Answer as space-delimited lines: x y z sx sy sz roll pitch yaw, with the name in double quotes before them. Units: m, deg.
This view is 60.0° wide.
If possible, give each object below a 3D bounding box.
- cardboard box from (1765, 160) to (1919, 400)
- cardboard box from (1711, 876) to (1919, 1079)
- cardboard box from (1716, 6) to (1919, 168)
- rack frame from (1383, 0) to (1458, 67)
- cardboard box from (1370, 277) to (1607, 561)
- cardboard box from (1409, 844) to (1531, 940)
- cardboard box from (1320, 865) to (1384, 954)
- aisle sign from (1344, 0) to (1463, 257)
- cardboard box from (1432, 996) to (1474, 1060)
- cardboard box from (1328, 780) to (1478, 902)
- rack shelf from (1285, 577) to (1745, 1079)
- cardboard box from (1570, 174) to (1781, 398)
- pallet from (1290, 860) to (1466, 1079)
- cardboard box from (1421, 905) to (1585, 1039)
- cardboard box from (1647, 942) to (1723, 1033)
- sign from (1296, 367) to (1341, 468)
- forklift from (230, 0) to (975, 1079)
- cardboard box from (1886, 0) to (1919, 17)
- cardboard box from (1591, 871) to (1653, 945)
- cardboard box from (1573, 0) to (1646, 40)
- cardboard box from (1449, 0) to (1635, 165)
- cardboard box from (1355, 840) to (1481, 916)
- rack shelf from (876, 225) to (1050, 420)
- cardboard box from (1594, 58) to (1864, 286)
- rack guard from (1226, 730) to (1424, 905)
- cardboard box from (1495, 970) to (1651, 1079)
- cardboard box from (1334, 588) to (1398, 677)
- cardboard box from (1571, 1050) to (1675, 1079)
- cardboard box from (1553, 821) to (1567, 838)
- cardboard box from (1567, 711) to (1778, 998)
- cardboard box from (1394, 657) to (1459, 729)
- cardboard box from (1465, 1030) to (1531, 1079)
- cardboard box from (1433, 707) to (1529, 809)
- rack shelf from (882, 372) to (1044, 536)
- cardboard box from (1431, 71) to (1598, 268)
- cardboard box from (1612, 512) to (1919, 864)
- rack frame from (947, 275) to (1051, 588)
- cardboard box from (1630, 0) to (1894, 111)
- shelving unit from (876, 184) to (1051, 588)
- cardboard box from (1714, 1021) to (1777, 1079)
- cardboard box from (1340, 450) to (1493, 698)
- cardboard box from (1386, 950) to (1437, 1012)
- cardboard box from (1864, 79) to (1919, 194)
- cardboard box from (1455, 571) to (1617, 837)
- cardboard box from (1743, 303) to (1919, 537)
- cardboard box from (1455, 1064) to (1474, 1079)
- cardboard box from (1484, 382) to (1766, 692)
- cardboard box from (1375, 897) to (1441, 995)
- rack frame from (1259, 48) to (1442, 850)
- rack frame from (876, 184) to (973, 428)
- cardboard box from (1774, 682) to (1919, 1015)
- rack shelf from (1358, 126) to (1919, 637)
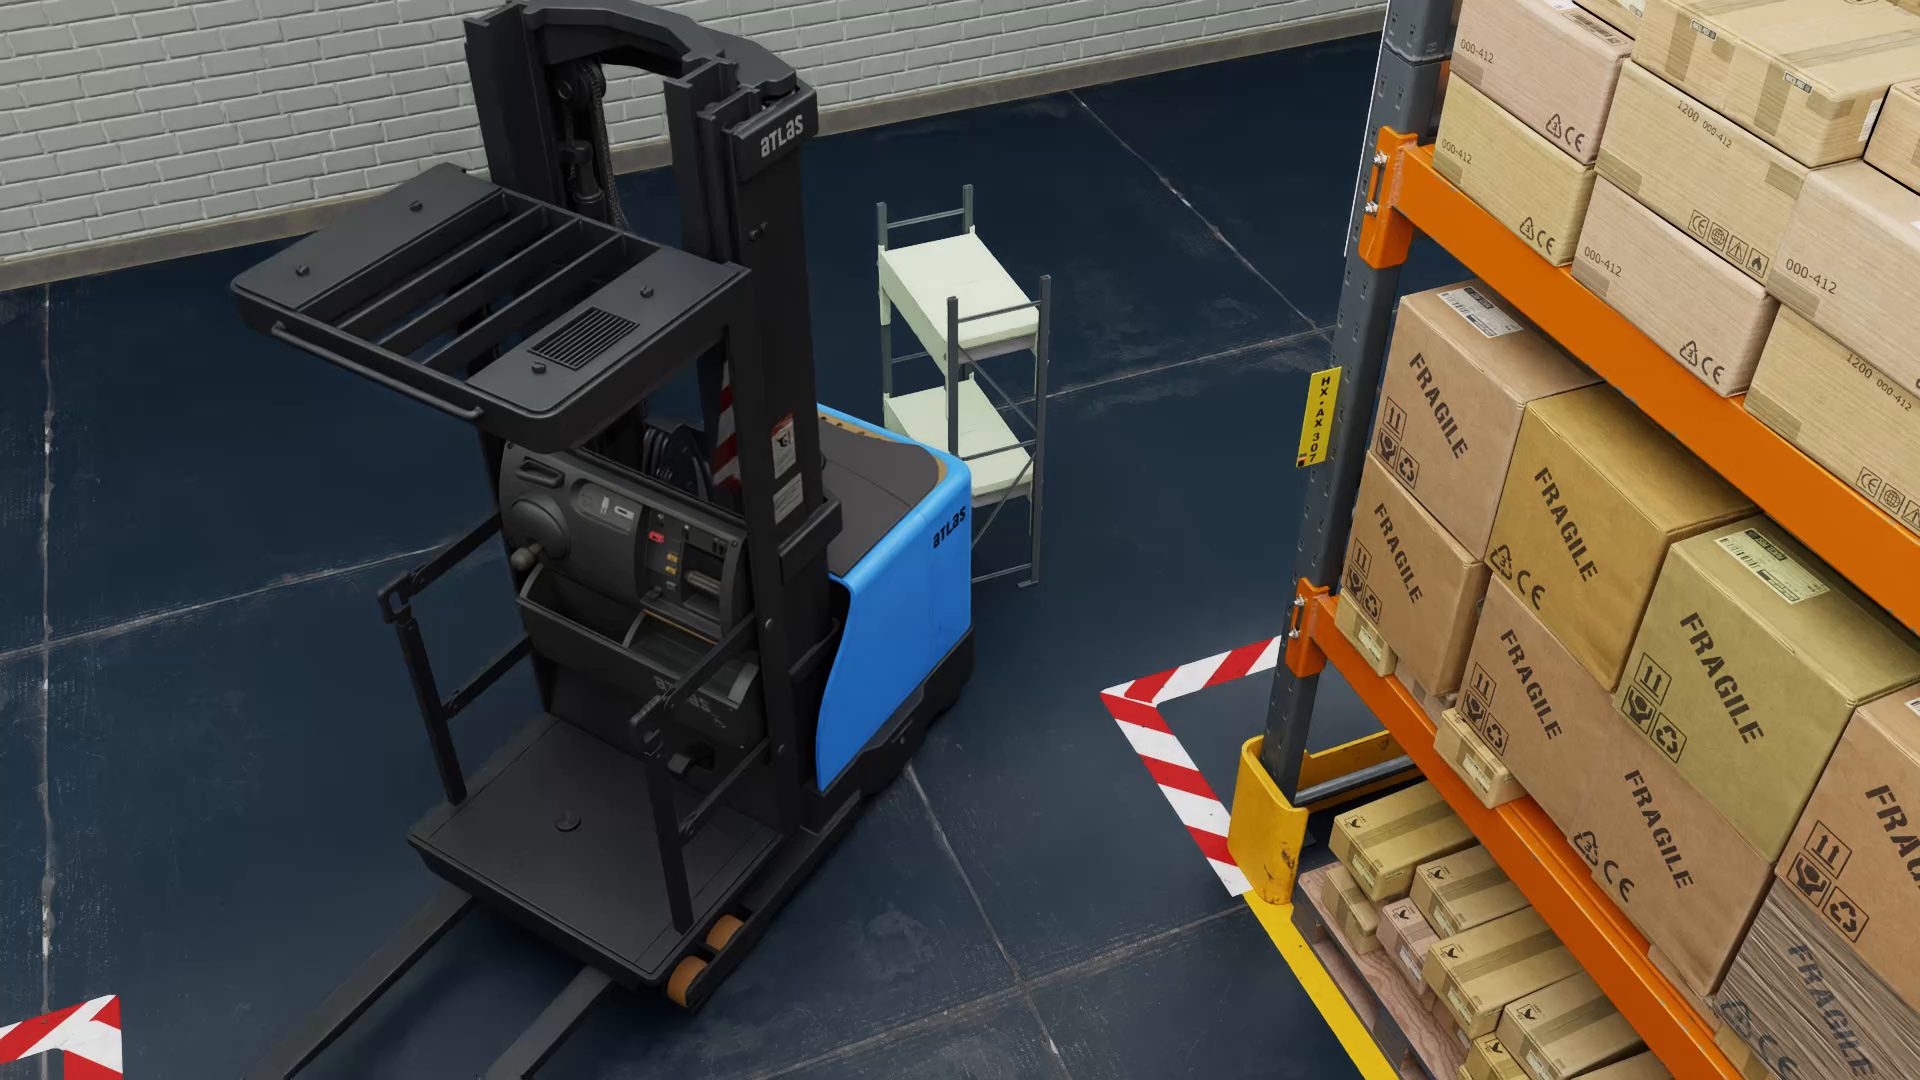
"cardboard box" 1.825 -0.470 2.927 0.500 0.250 0.500 -15 43 -16
"cardboard box" 2.035 0.958 3.531 0.500 0.500 0.500 -16 43 -18
"cardboard box" 1.637 -0.833 3.044 0.380 0.149 0.250 -15 43 -16
"rack frame" 1.514 -2.425 3.168 1.000 3.000 0.127 -15 43 -17
"cardboard box" 1.441 -0.344 4.277 0.500 0.500 0.500 -15 43 -17
"cardboard box" 1.617 1.082 5.099 0.380 0.149 0.250 -14 43 -16
"cardboard box" 1.419 1.167 5.457 0.380 0.149 0.250 -14 43 -16
"aisle sign" 1.209 -1.105 4.241 0.394 0.787 0.004 -15 43 -17
"cardboard box" 1.696 1.452 5.126 0.380 0.149 0.250 -15 43 -16
"cardboard box" 1.401 0.946 5.257 0.380 0.149 0.250 -17 44 -19
"rack shelf" 2.279 1.327 3.958 1.077 0.370 4.000 -15 43 -17
"cardboard box" 1.647 -0.578 3.436 0.500 0.250 0.500 -14 43 -15
"pallet" 1.821 1.451 5.401 1.003 0.211 1.213 -15 43 -17
"cardboard box" 1.595 1.266 4.886 0.380 0.149 0.250 -15 43 -17
"cardboard box" 1.899 0.987 3.994 0.380 0.149 0.250 -16 43 -18
"sign" 1.013 -0.343 4.685 0.100 0.325 0.005 -15 43 -17
"forklift" -1.152 0.070 4.921 1.130 2.935 3.031 22 45 24
"cardboard box" 2.016 -1.117 3.374 0.380 0.149 0.250 -16 43 -18
"cardboard box" 1.831 0.832 4.175 0.380 0.149 0.250 -16 43 -17
"cardboard box" 1.509 -1.162 3.426 0.380 0.149 0.250 -13 42 -15
"cardboard box" 1.446 -1.085 3.642 0.500 0.250 0.500 -14 43 -16
"cardboard box" 1.477 1.038 5.378 0.380 0.149 0.250 -13 42 -15
"rack shelf" 0.003 -0.861 6.502 0.431 0.370 0.720 -15 43 -17
"cardboard box" 1.643 -0.777 3.284 0.500 0.250 0.500 -16 43 -17
"rack guard" 1.543 0.843 5.886 1.175 0.500 0.348 -15 43 -17
"cardboard box" 1.767 1.395 4.736 0.380 0.149 0.250 -17 44 -19
"cardboard box" 1.335 0.222 4.884 0.380 0.149 0.250 -15 43 -17
"cardboard box" 1.864 1.564 4.539 0.380 0.149 0.250 -14 43 -15
"cardboard box" 1.750 0.662 4.372 0.380 0.149 0.250 -13 42 -15
"cardboard box" 1.835 0.653 3.886 0.500 0.500 0.500 -15 43 -16
"cardboard box" 1.471 0.365 4.718 0.380 0.149 0.250 -14 43 -15
"cardboard box" 1.703 1.524 4.813 0.380 0.149 0.250 -14 43 -16
"cardboard box" 1.524 0.540 4.514 0.380 0.149 0.250 -16 43 -18
"rack shelf" 0.003 -0.317 6.969 0.431 0.370 0.720 -15 43 -17
"cardboard box" 1.450 -0.897 3.807 0.500 0.250 0.500 -14 43 -15
"cardboard box" 1.818 0.278 3.555 0.500 0.500 0.500 -16 43 -18
"rack frame" 0.143 -0.344 6.500 0.400 1.500 0.023 -15 43 -17
"cardboard box" 1.545 -0.980 3.214 0.380 0.149 0.250 -15 43 -17
"shelving unit" 0.003 -0.565 6.756 0.431 1.500 0.755 -15 43 -17
"cardboard box" 1.979 1.149 3.806 0.380 0.149 0.250 -14 43 -15
"cardboard box" 1.431 0.038 4.600 0.500 0.500 0.500 -13 42 -15
"cardboard box" 1.595 1.304 5.297 0.380 0.149 0.250 -15 43 -17
"cardboard box" 1.834 -0.705 2.894 0.380 0.149 0.250 -14 43 -16
"cardboard box" 1.659 0.354 4.233 0.500 0.500 0.500 -15 43 -17
"cardboard box" 1.856 -0.271 3.079 0.500 0.250 0.500 -16 43 -18
"cardboard box" 1.693 1.633 4.915 0.380 0.149 0.250 -15 43 -16
"cardboard box" 1.640 -0.041 3.926 0.500 0.500 0.500 -14 43 -16
"cardboard box" 1.530 1.217 5.170 0.380 0.149 0.250 -15 43 -17
"rack frame" 1.514 -0.150 5.124 1.000 3.000 0.127 -15 43 -17
"rack frame" -0.137 -0.785 7.013 0.400 1.500 0.023 -15 43 -17
"cardboard box" 2.016 0.584 3.199 0.500 0.500 0.500 -16 43 -18
"rack shelf" 2.279 0.190 2.980 1.077 0.370 4.000 -15 43 -17
